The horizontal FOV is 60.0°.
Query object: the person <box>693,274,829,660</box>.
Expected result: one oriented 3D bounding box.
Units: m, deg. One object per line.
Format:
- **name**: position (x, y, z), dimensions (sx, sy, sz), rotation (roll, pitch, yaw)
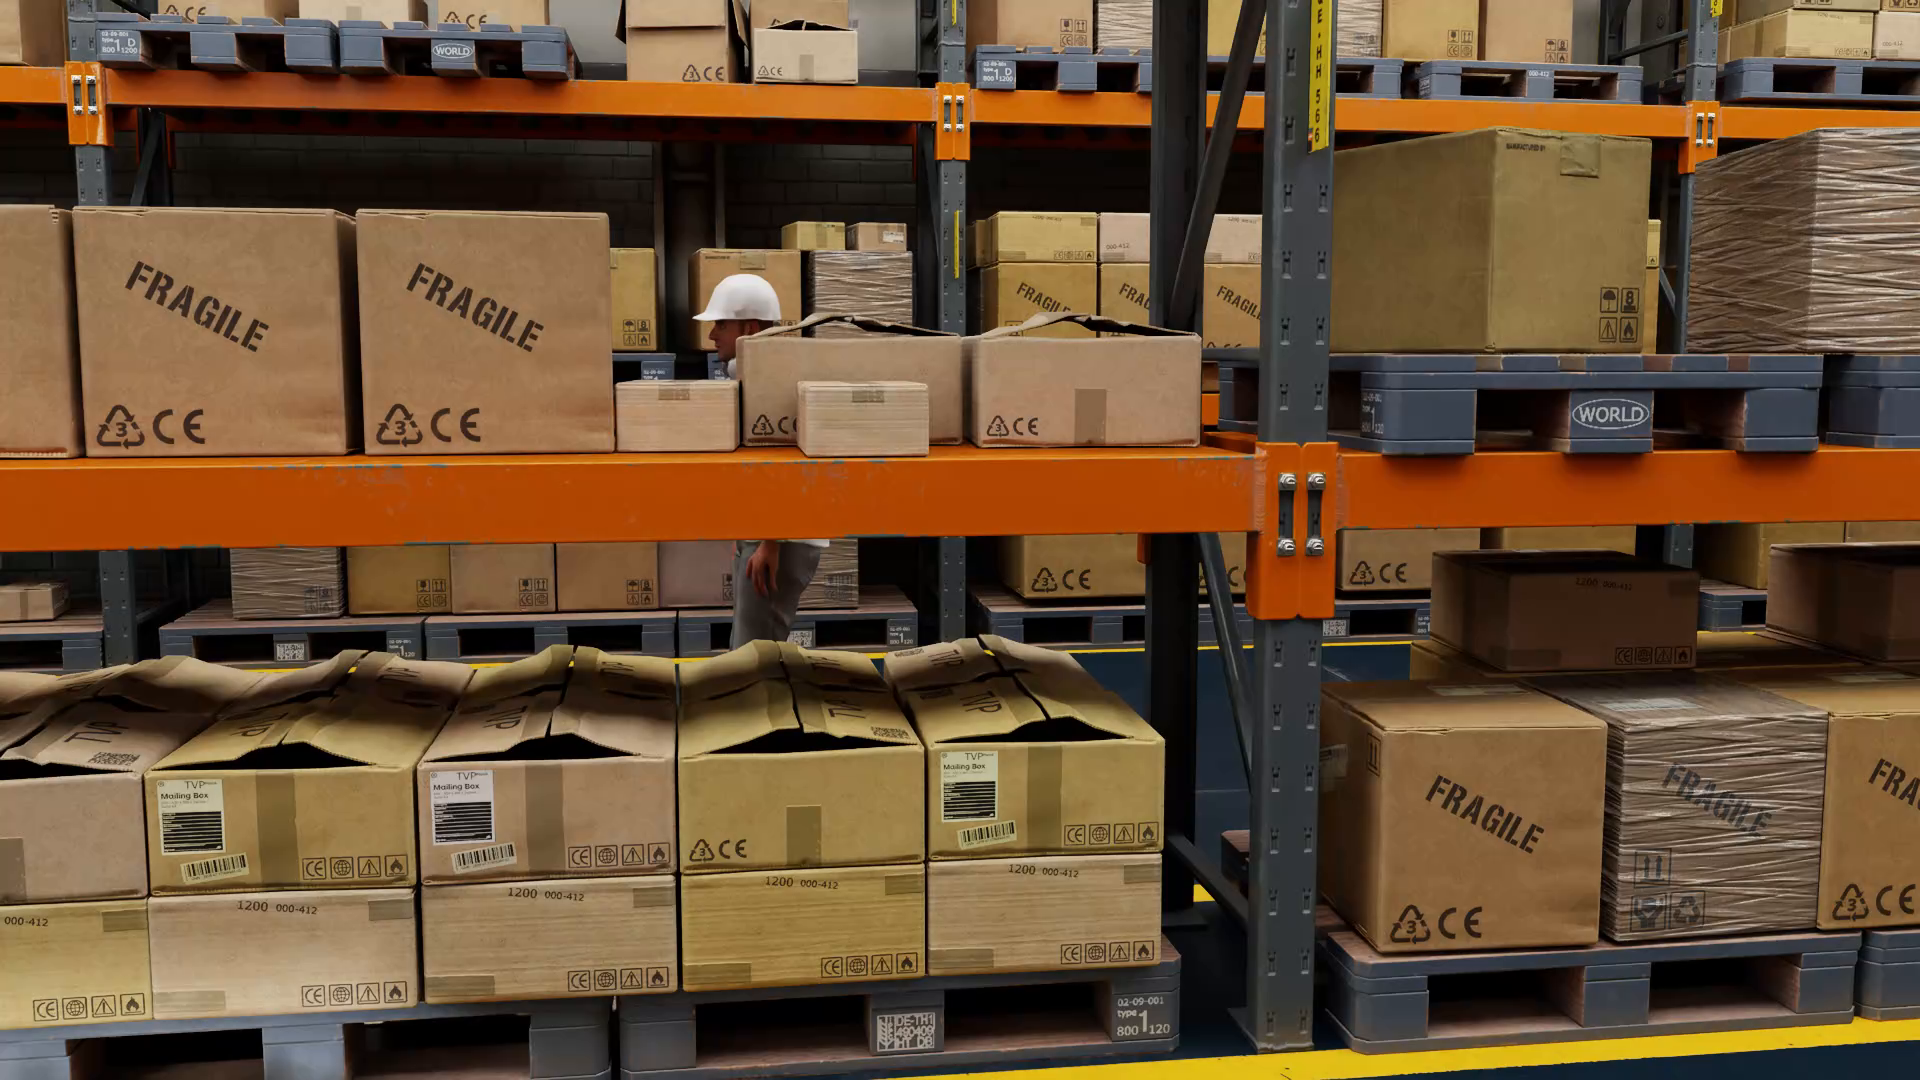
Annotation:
- **person**: position (-0.663, -0.005, 5.647), dimensions (0.464, 1.770, 0.589), rotation (-1, 7, -12)
